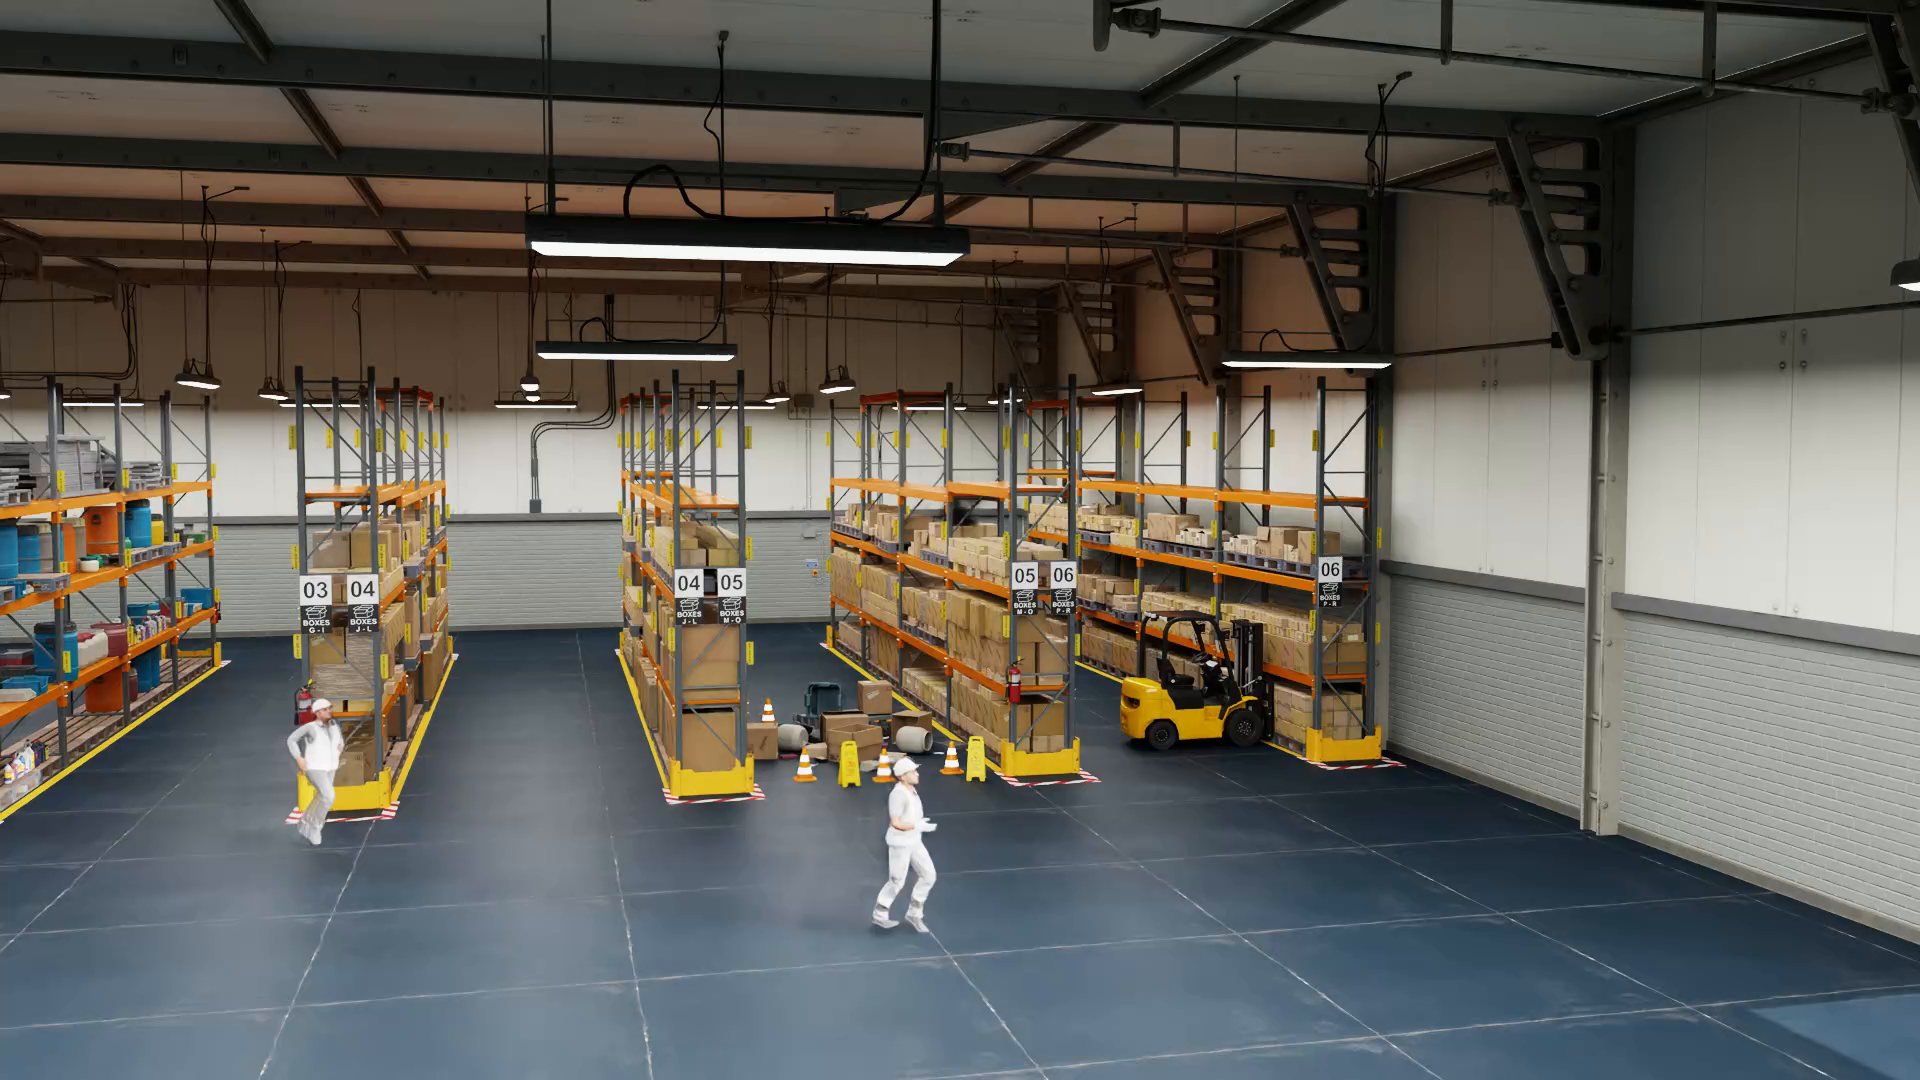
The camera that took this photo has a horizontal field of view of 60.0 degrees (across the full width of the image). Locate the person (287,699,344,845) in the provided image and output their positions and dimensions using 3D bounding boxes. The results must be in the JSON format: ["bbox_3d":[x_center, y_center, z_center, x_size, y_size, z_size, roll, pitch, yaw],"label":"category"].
[{"bbox_3d":[-8.018,2.886,20.868,0.669,1.797,0.657,1,4,22],"label":"person"}]

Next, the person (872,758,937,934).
[{"bbox_3d":[-0.549,3.116,16.832,0.749,1.825,0.635,1,4,22],"label":"person"}]
